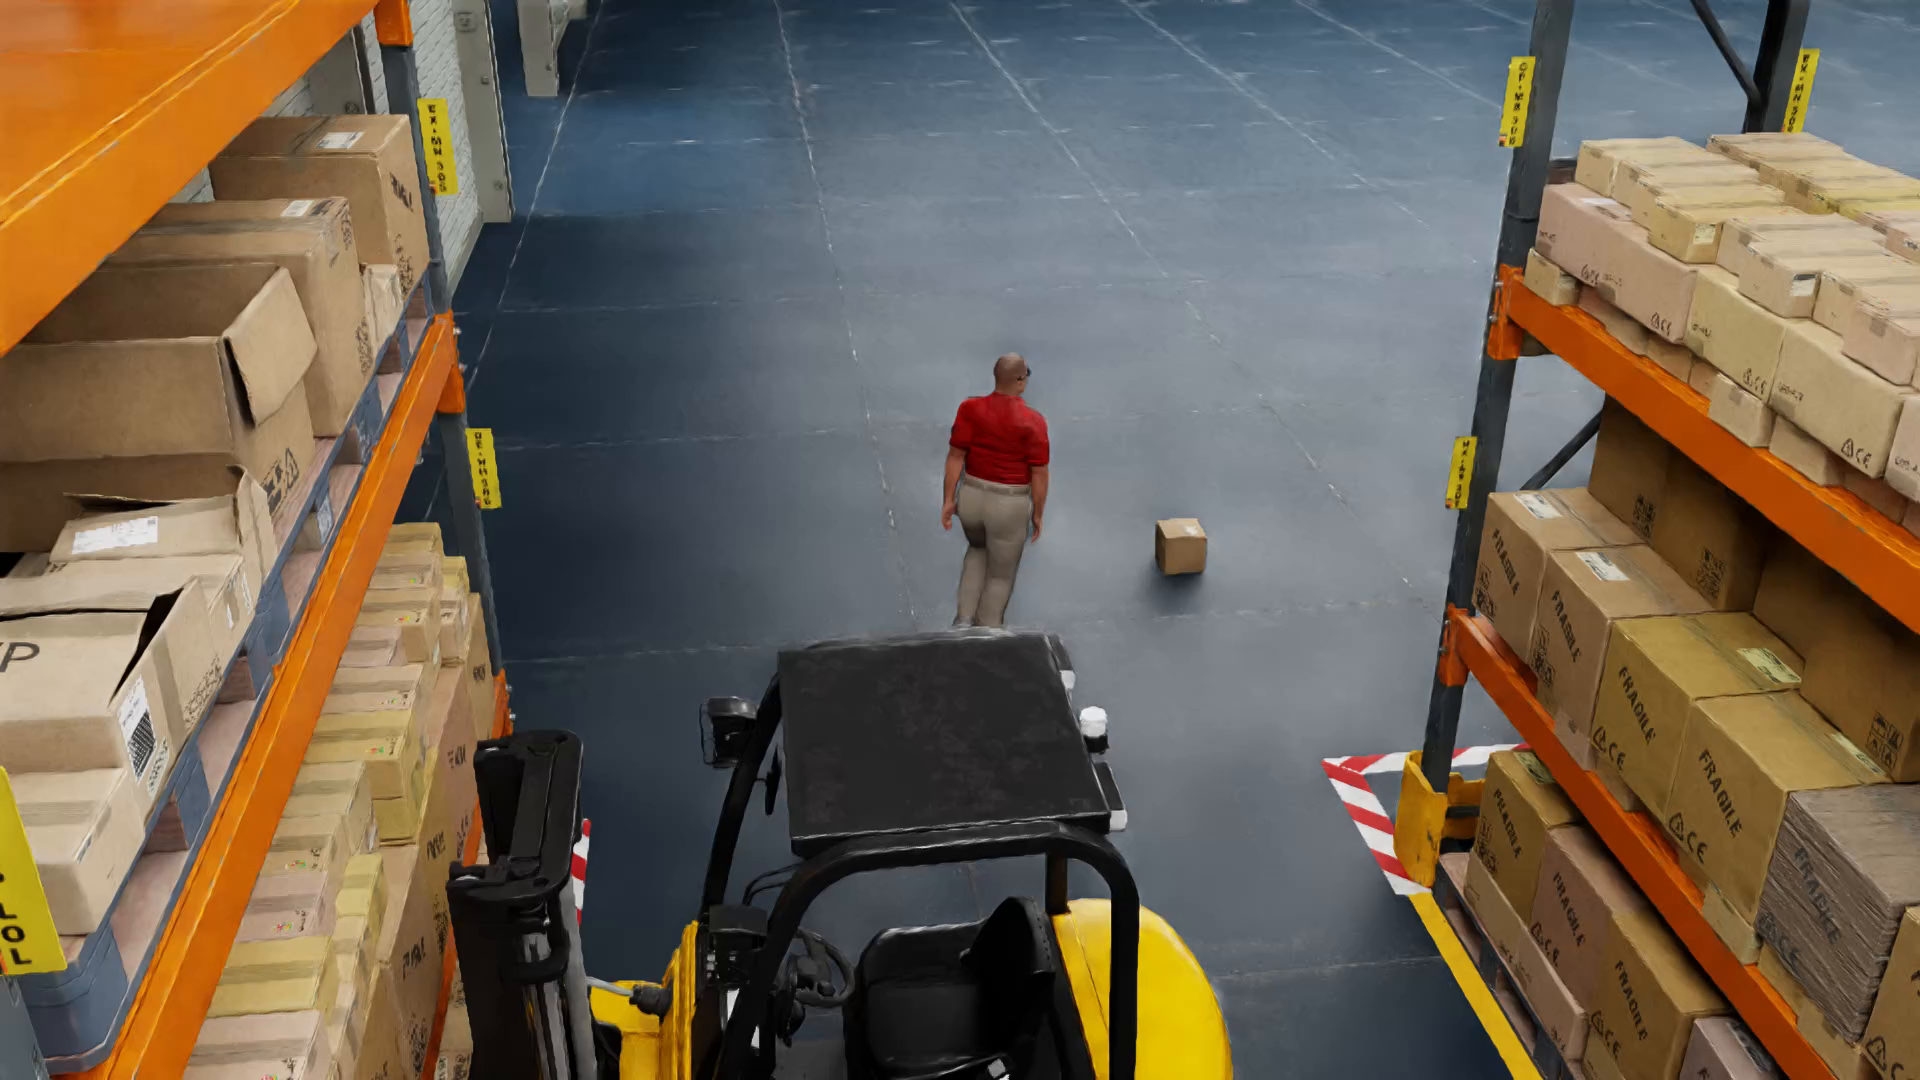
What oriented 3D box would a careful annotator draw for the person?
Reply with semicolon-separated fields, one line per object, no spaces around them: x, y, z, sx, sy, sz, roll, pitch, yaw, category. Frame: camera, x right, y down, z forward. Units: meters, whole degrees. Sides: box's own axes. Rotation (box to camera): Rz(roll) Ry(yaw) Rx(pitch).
0.200;-0.176;8.942;0.570;1.710;0.518;13;30;23;person
